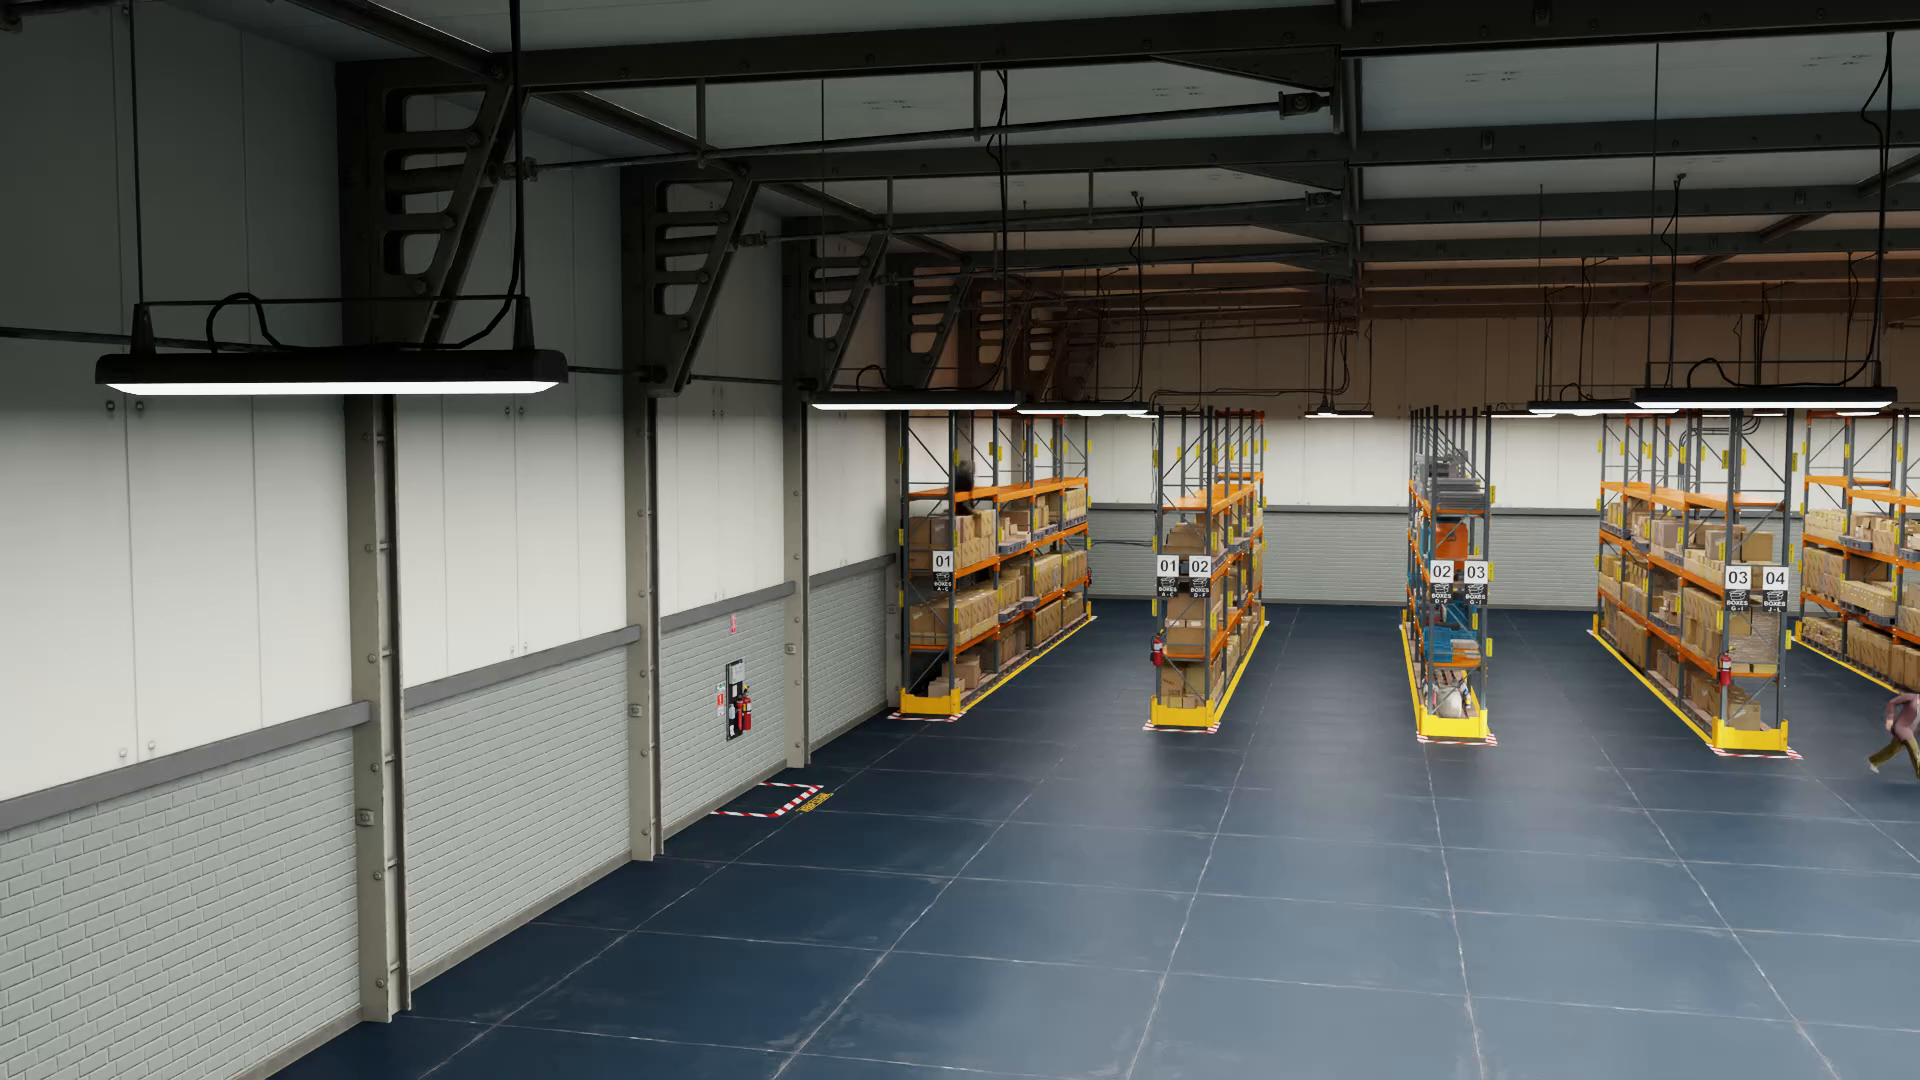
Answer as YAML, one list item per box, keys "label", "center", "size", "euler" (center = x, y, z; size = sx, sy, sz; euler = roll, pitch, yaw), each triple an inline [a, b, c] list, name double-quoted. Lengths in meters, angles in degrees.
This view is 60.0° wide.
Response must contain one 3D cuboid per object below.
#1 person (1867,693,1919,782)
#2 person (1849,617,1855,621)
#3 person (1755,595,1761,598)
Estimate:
- label: "person"
  center: [14.989, 3.068, 26.374]
  size: [0.676, 1.467, 1.264]
  euler: [-1, 4, -19]
- label: "person"
  center: [24.375, 1.656, 44.992]
  size: [0.736, 1.750, 0.598]
  euler: [0, 4, -3]
- label: "person"
  center: [19.610, 1.874, 41.420]
  size: [0.668, 1.789, 0.727]
  euler: [1, 4, 8]
